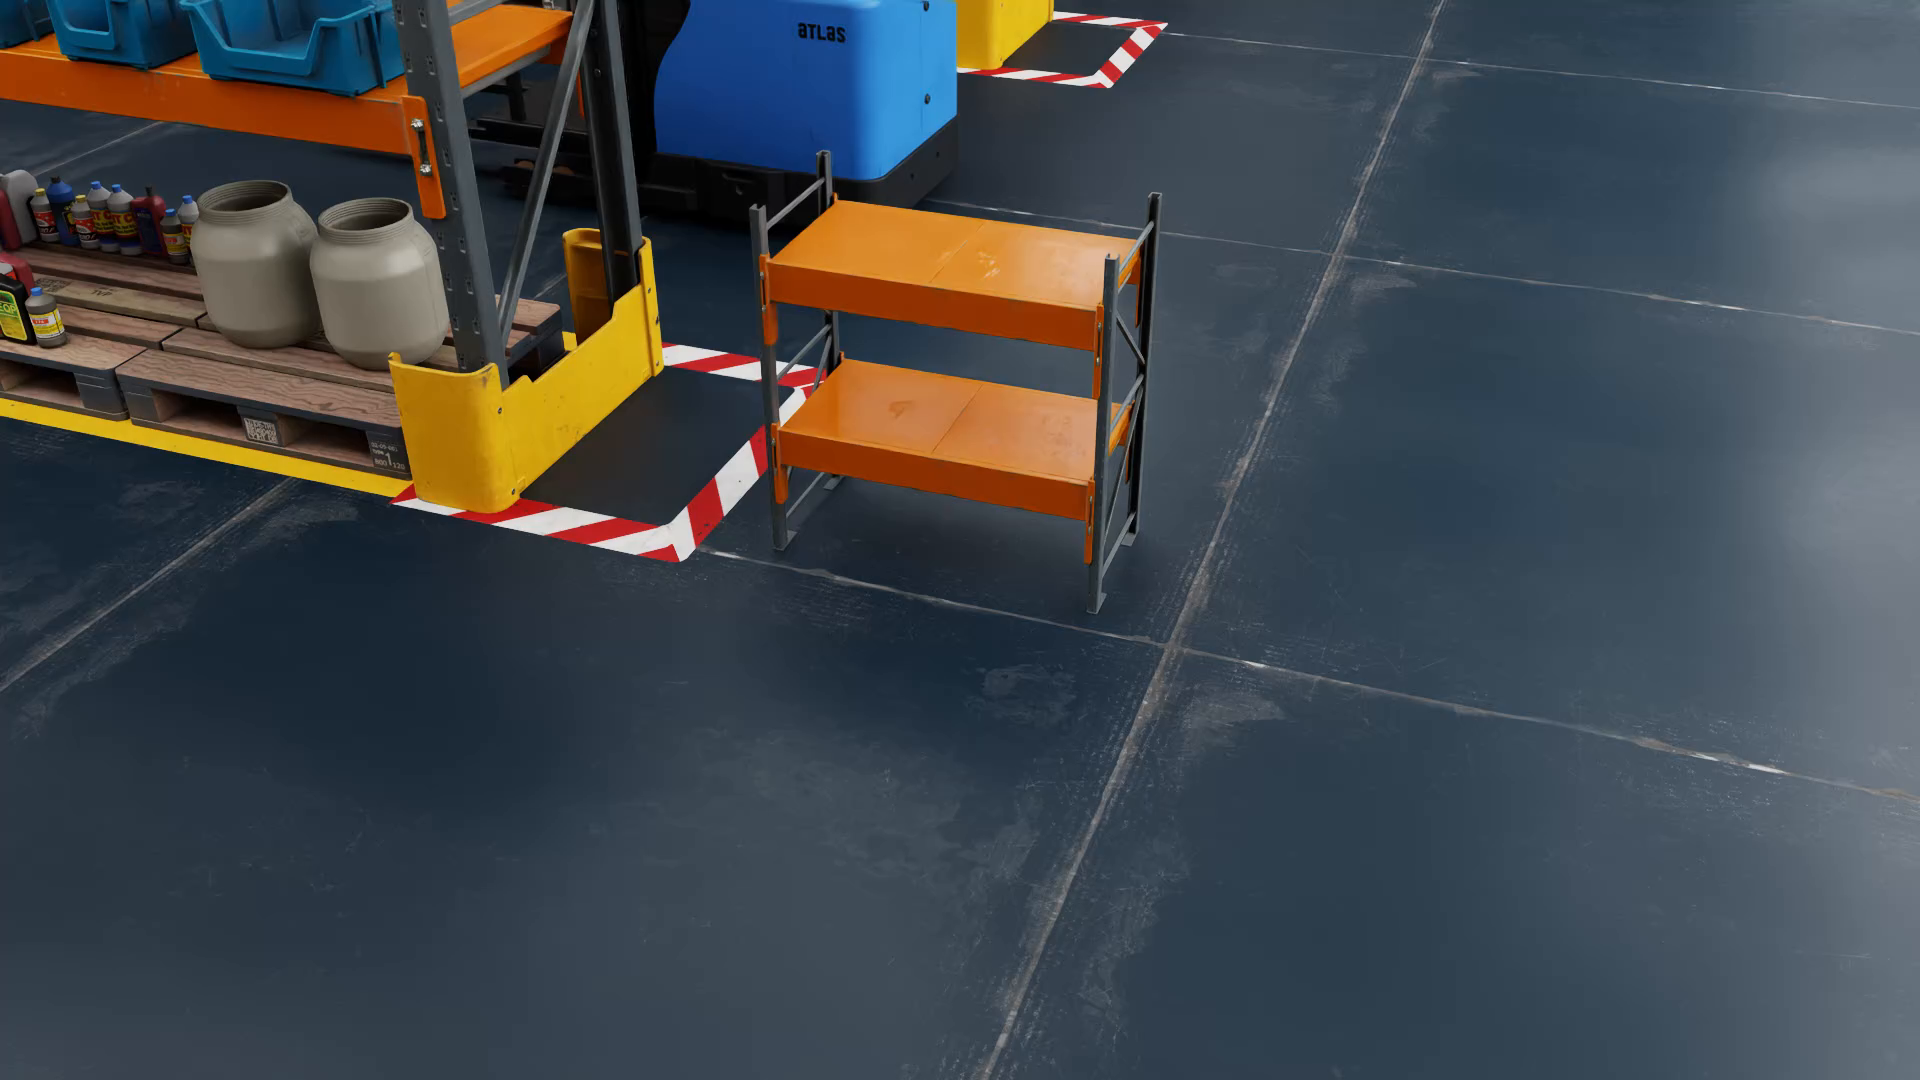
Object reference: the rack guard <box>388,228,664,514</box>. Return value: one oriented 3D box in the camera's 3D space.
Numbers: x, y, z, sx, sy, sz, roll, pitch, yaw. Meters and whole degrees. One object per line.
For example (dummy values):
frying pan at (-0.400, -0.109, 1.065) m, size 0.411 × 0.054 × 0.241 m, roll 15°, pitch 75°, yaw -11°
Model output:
rack guard at (-1.455, -0.614, 5.741) m, size 0.348 × 0.500 × 1.175 m, roll 11°, pitch 34°, yaw 16°

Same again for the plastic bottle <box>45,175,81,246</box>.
plastic bottle at (-3.577, -1.322, 6.642) m, size 0.097 × 0.271 × 0.097 m, roll 0°, pitch 33°, yaw 0°

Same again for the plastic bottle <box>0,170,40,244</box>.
plastic bottle at (-3.793, -1.351, 6.682) m, size 0.135 × 0.276 × 0.152 m, roll 12°, pitch 35°, yaw 17°

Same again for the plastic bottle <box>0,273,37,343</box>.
plastic bottle at (-3.360, -0.843, 5.888) m, size 0.133 × 0.283 × 0.061 m, roll 12°, pitch 35°, yaw 18°

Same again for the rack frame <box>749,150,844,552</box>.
rack frame at (-0.485, -0.567, 5.091) m, size 0.032 × 1.125 × 0.500 m, roll 11°, pitch 34°, yaw 16°

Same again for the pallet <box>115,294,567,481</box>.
pallet at (-2.218, -0.645, 6.054) m, size 1.213 × 0.211 × 1.003 m, roll 11°, pitch 34°, yaw 16°

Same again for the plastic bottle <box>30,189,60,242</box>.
plastic bottle at (-3.673, -1.312, 6.690) m, size 0.097 × 0.201 × 0.097 m, roll 0°, pitch 33°, yaw 0°

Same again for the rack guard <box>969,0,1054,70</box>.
rack guard at (0.232, -3.168, 9.695) m, size 0.348 × 0.500 × 1.175 m, roll 11°, pitch 34°, yaw 16°

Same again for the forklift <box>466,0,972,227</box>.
forklift at (-1.516, -3.016, 7.218) m, size 3.031 × 2.935 × 1.130 m, roll 12°, pitch 35°, yaw 18°

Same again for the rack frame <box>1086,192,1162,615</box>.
rack frame at (0.472, -0.381, 4.803) m, size 0.032 × 1.125 × 0.500 m, roll 11°, pitch 34°, yaw 16°

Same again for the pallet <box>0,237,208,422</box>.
pallet at (-3.362, -0.869, 6.401) m, size 1.213 × 0.211 × 1.003 m, roll 11°, pitch 34°, yaw 16°

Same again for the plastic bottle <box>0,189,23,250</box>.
plastic bottle at (-3.828, -1.299, 6.596) m, size 0.133 × 0.283 × 0.061 m, roll 11°, pitch 34°, yaw 16°

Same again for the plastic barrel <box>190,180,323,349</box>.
plastic barrel at (-2.484, -0.979, 5.908) m, size 0.421 × 0.512 × 0.421 m, roll 0°, pitch 33°, yaw 0°

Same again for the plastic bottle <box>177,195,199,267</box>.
plastic bottle at (-2.969, -1.204, 6.459) m, size 0.097 × 0.271 × 0.097 m, roll 0°, pitch 33°, yaw 0°

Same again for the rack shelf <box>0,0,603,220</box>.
rack shelf at (-3.250, -1.738, 5.840) m, size 4.000 × 0.370 × 1.077 m, roll 11°, pitch 34°, yaw 16°

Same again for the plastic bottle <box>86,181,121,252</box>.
plastic bottle at (-3.386, -1.285, 6.585) m, size 0.097 × 0.271 × 0.097 m, roll 0°, pitch 33°, yaw 0°

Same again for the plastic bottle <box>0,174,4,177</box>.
plastic bottle at (-3.945, -1.414, 6.711) m, size 0.185 × 0.351 × 0.144 m, roll 11°, pitch 34°, yaw 16°

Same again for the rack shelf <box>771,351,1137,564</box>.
rack shelf at (-0.006, -0.268, 5.079) m, size 1.000 × 0.278 × 0.538 m, roll 11°, pitch 34°, yaw 16°

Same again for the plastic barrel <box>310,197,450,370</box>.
plastic barrel at (-2.013, -0.887, 5.765) m, size 0.421 × 0.512 × 0.421 m, roll 0°, pitch 33°, yaw 0°

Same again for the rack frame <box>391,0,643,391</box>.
rack frame at (-1.367, -1.675, 5.078) m, size 0.127 × 3.000 × 1.000 m, roll 11°, pitch 34°, yaw 16°

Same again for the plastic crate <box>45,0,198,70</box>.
plastic crate at (-2.549, -1.673, 5.213) m, size 0.408 × 0.251 × 0.499 m, roll 11°, pitch 34°, yaw 16°

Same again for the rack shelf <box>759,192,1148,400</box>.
rack shelf at (-0.006, -0.720, 4.788) m, size 1.000 × 0.278 × 0.538 m, roll 11°, pitch 34°, yaw 16°

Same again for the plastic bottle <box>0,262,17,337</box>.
plastic bottle at (-3.472, -0.888, 5.965) m, size 0.135 × 0.276 × 0.152 m, roll 11°, pitch 35°, yaw 17°

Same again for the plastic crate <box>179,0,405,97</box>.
plastic crate at (-1.939, -1.551, 5.024) m, size 0.616 × 0.251 × 0.499 m, roll 11°, pitch 34°, yaw 16°

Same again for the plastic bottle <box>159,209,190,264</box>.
plastic bottle at (-3.066, -1.194, 6.508) m, size 0.097 × 0.201 × 0.097 m, roll 0°, pitch 33°, yaw 0°

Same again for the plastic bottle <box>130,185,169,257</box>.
plastic bottle at (-3.176, -1.260, 6.535) m, size 0.133 × 0.283 × 0.061 m, roll 12°, pitch 35°, yaw 17°

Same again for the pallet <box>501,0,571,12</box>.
pallet at (-2.818, -3.659, 10.723) m, size 1.213 × 0.211 × 1.003 m, roll 11°, pitch 34°, yaw 16°

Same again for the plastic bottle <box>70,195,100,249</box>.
plastic bottle at (-3.479, -1.274, 6.632) m, size 0.097 × 0.201 × 0.097 m, roll 0°, pitch 33°, yaw 0°

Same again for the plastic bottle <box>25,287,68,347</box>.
plastic bottle at (-3.244, -0.796, 5.892) m, size 0.097 × 0.201 × 0.097 m, roll 0°, pitch 33°, yaw 0°

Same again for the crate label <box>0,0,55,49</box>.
crate label at (-3.191, -1.888, 5.377) m, size 0.616 × 0.435 × 0.502 m, roll 11°, pitch 34°, yaw 16°

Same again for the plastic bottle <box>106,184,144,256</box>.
plastic bottle at (-3.292, -1.267, 6.557) m, size 0.097 × 0.271 × 0.097 m, roll 0°, pitch 33°, yaw 0°

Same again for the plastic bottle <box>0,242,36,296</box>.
plastic bottle at (-3.437, -0.945, 6.047) m, size 0.133 × 0.283 × 0.061 m, roll 11°, pitch 34°, yaw 16°

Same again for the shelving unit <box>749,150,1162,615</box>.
shelving unit at (-0.006, -0.474, 4.947) m, size 1.048 × 1.125 × 0.538 m, roll 11°, pitch 34°, yaw 16°

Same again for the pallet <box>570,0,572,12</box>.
pallet at (-1.665, -3.437, 10.379) m, size 1.213 × 0.211 × 1.003 m, roll 11°, pitch 34°, yaw 16°
